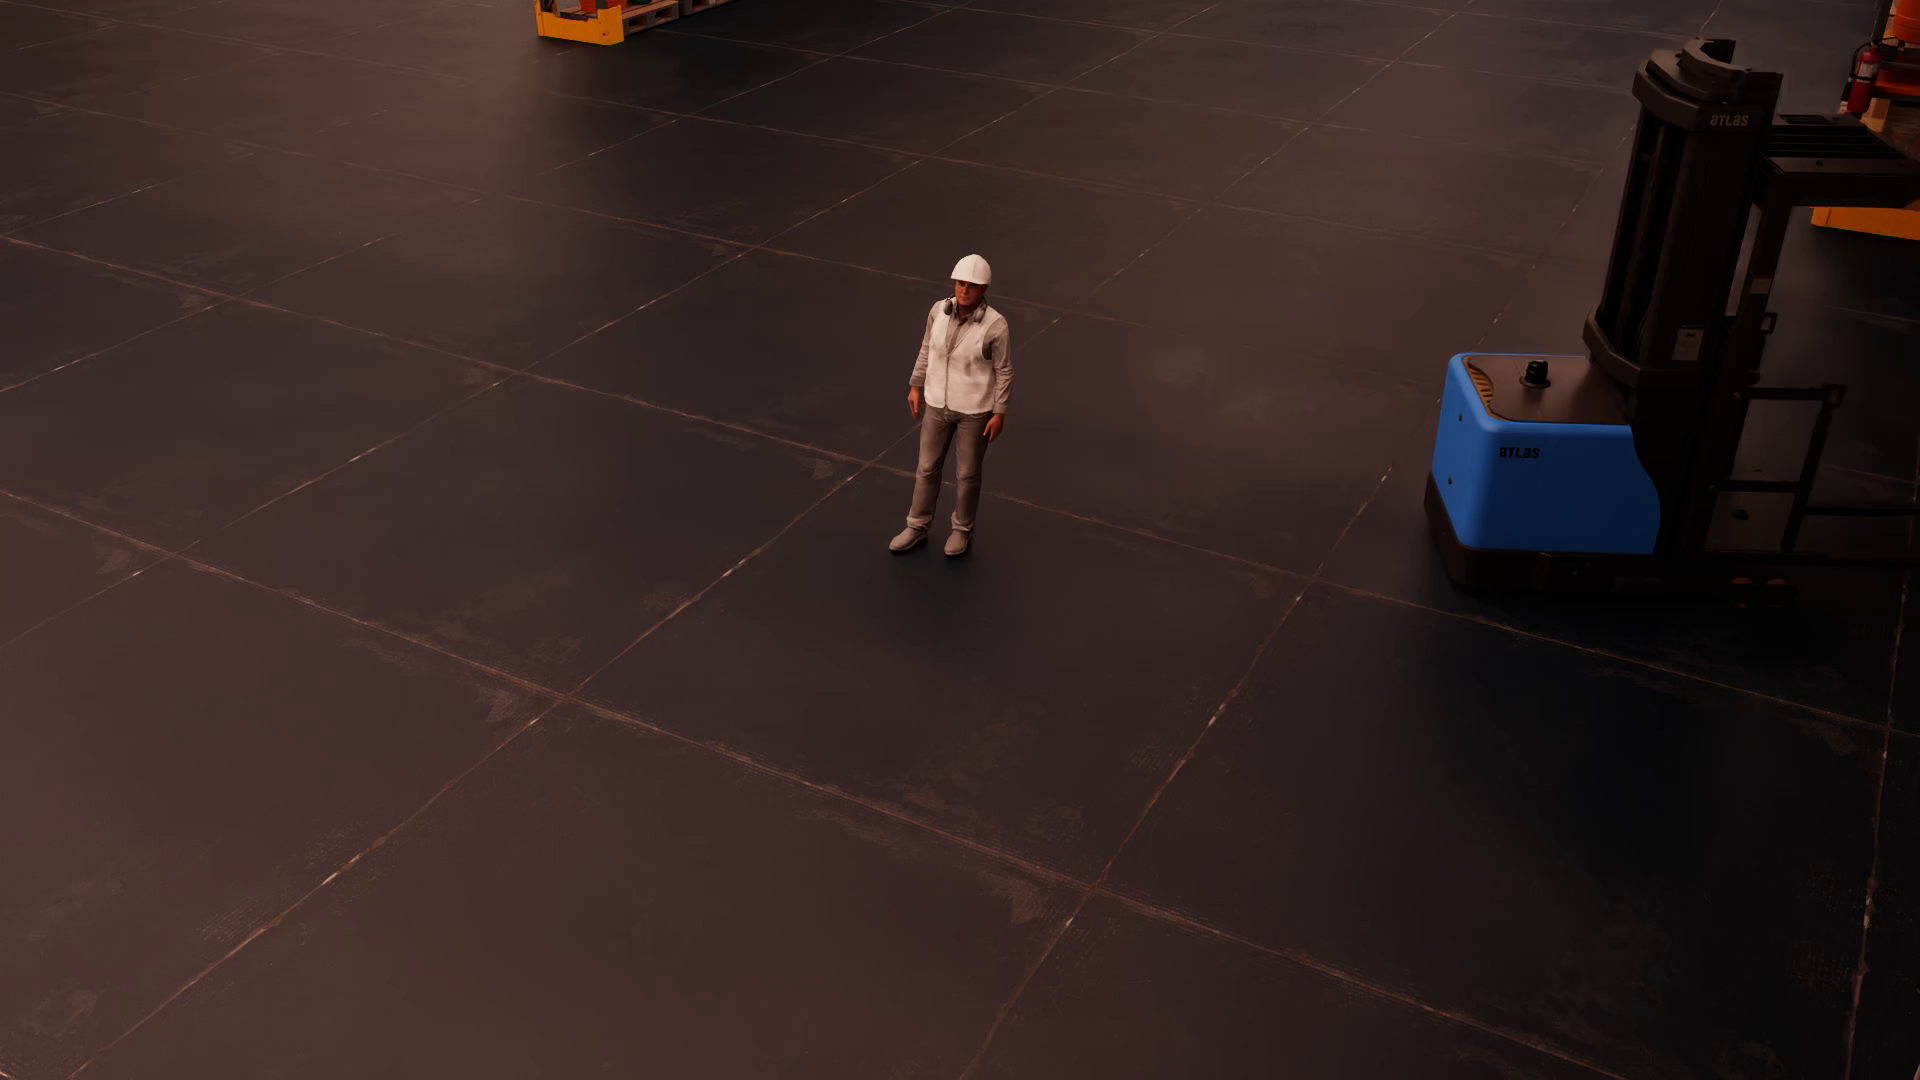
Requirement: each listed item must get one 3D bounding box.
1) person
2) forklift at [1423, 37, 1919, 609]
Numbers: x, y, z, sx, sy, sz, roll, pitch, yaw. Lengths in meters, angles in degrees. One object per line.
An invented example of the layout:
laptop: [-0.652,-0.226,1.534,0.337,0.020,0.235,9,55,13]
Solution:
person: [-0.040,-0.750,9.513,0.626,1.775,0.566,15,33,25]
forklift: [4.337,-1.161,9.082,3.031,2.935,1.130,2,30,3]
